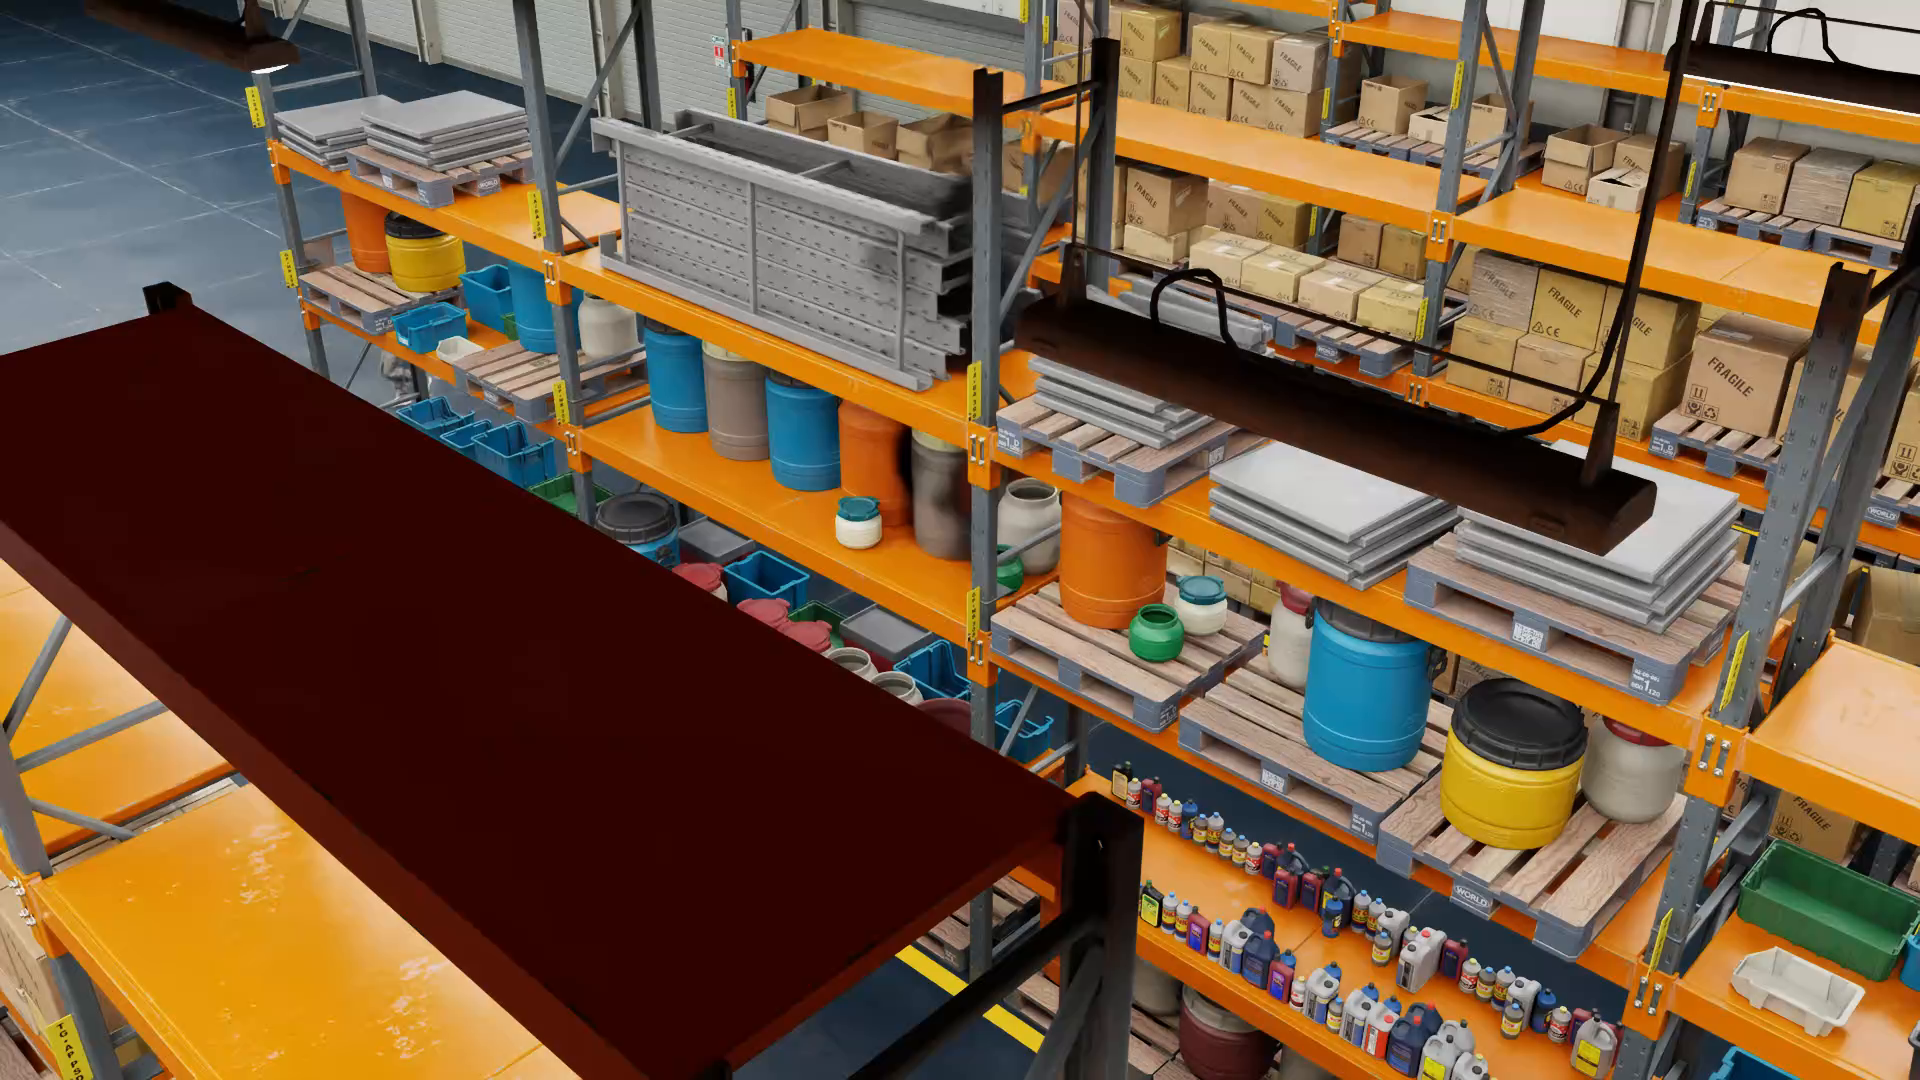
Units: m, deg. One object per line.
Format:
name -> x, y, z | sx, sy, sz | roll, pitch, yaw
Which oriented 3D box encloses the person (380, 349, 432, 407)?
person -> -6.293, -2.239, 18.637 | 0.566, 1.547, 0.508 | -11, 31, -19
